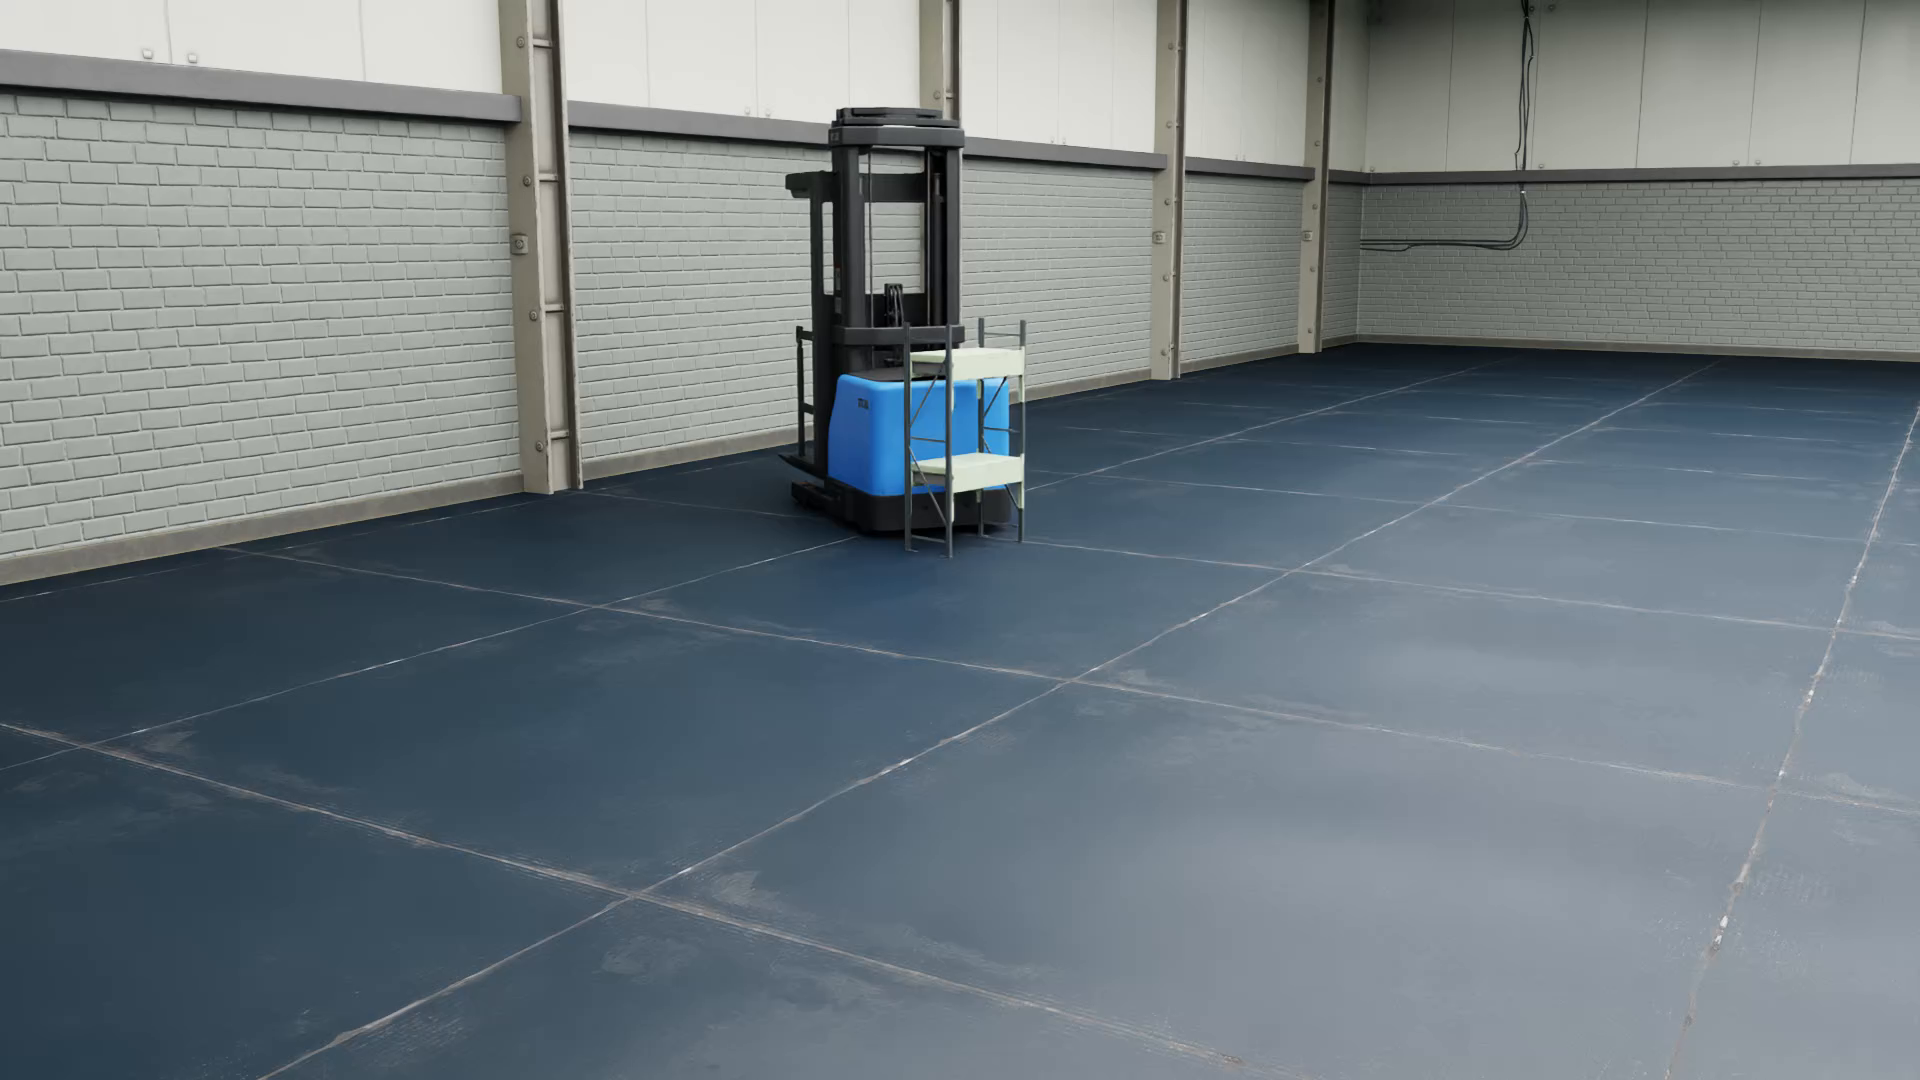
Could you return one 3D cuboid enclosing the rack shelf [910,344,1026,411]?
[{"bbox_3d":[0.036,-1.075,10.914,0.431,0.370,0.720,9,14,41],"label":"rack shelf"}]

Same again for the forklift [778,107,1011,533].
[{"bbox_3d":[-0.663,-1.720,12.590,1.130,2.935,3.031,-4,11,-22],"label":"forklift"}]

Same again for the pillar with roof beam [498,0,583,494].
[{"bbox_3d":[0.357,-4.423,10.540,9.100,9.000,0.400,6,12,31],"label":"pillar with roof beam"}]

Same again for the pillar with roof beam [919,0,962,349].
[{"bbox_3d":[3.473,-5.367,15.580,9.100,9.000,0.400,6,12,31],"label":"pillar with roof beam"}]

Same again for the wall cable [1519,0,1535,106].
[{"bbox_3d":[10.995,-8.700,28.099,3.097,2.526,0.112,6,12,31],"label":"wall cable"}]

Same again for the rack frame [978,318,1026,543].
[{"bbox_3d":[0.280,-0.742,11.254,0.400,1.500,0.023,9,14,41],"label":"rack frame"}]

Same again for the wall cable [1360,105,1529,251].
[{"bbox_3d":[8.683,-6.476,29.944,3.097,2.526,0.112,6,12,31],"label":"wall cable"}]

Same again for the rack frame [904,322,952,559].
[{"bbox_3d":[-0.207,-0.641,10.717,0.400,1.500,0.023,9,14,41],"label":"rack frame"}]

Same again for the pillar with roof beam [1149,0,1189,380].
[{"bbox_3d":[6.588,-6.310,20.621,9.100,9.000,0.400,6,12,31],"label":"pillar with roof beam"}]

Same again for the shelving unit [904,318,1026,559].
[{"bbox_3d":[0.036,-0.691,10.986,0.431,1.500,0.755,9,14,41],"label":"shelving unit"}]

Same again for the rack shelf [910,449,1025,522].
[{"bbox_3d":[0.036,-0.371,11.046,0.431,0.370,0.720,9,14,41],"label":"rack shelf"}]

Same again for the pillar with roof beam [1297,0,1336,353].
[{"bbox_3d":[9.703,-7.254,25.661,9.100,9.000,0.400,6,12,31],"label":"pillar with roof beam"}]
